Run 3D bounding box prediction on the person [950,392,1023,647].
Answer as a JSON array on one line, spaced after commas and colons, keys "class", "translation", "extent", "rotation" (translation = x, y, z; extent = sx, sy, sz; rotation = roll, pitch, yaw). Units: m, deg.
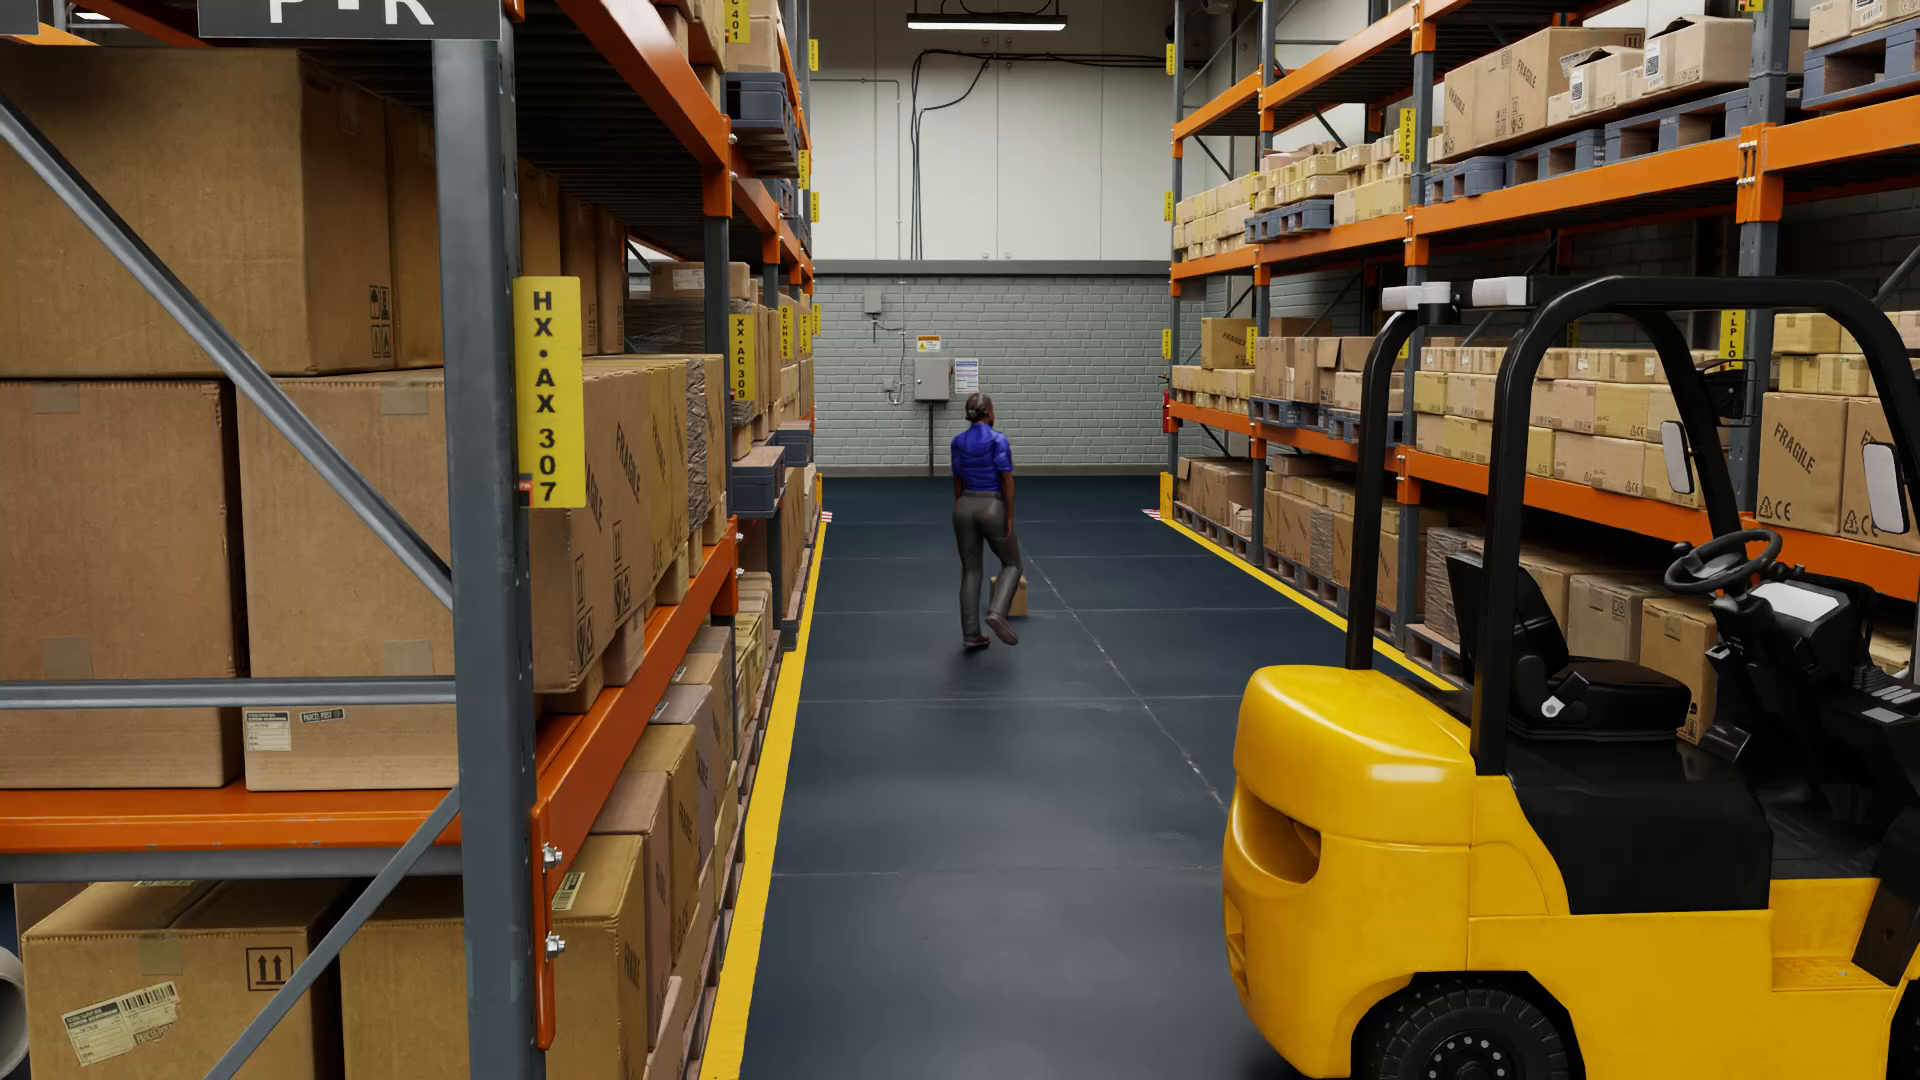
[{"class": "person", "translation": [0.162, -0.131, 10.744], "extent": [0.522, 1.641, 0.470], "rotation": [3, 8, 24]}]
